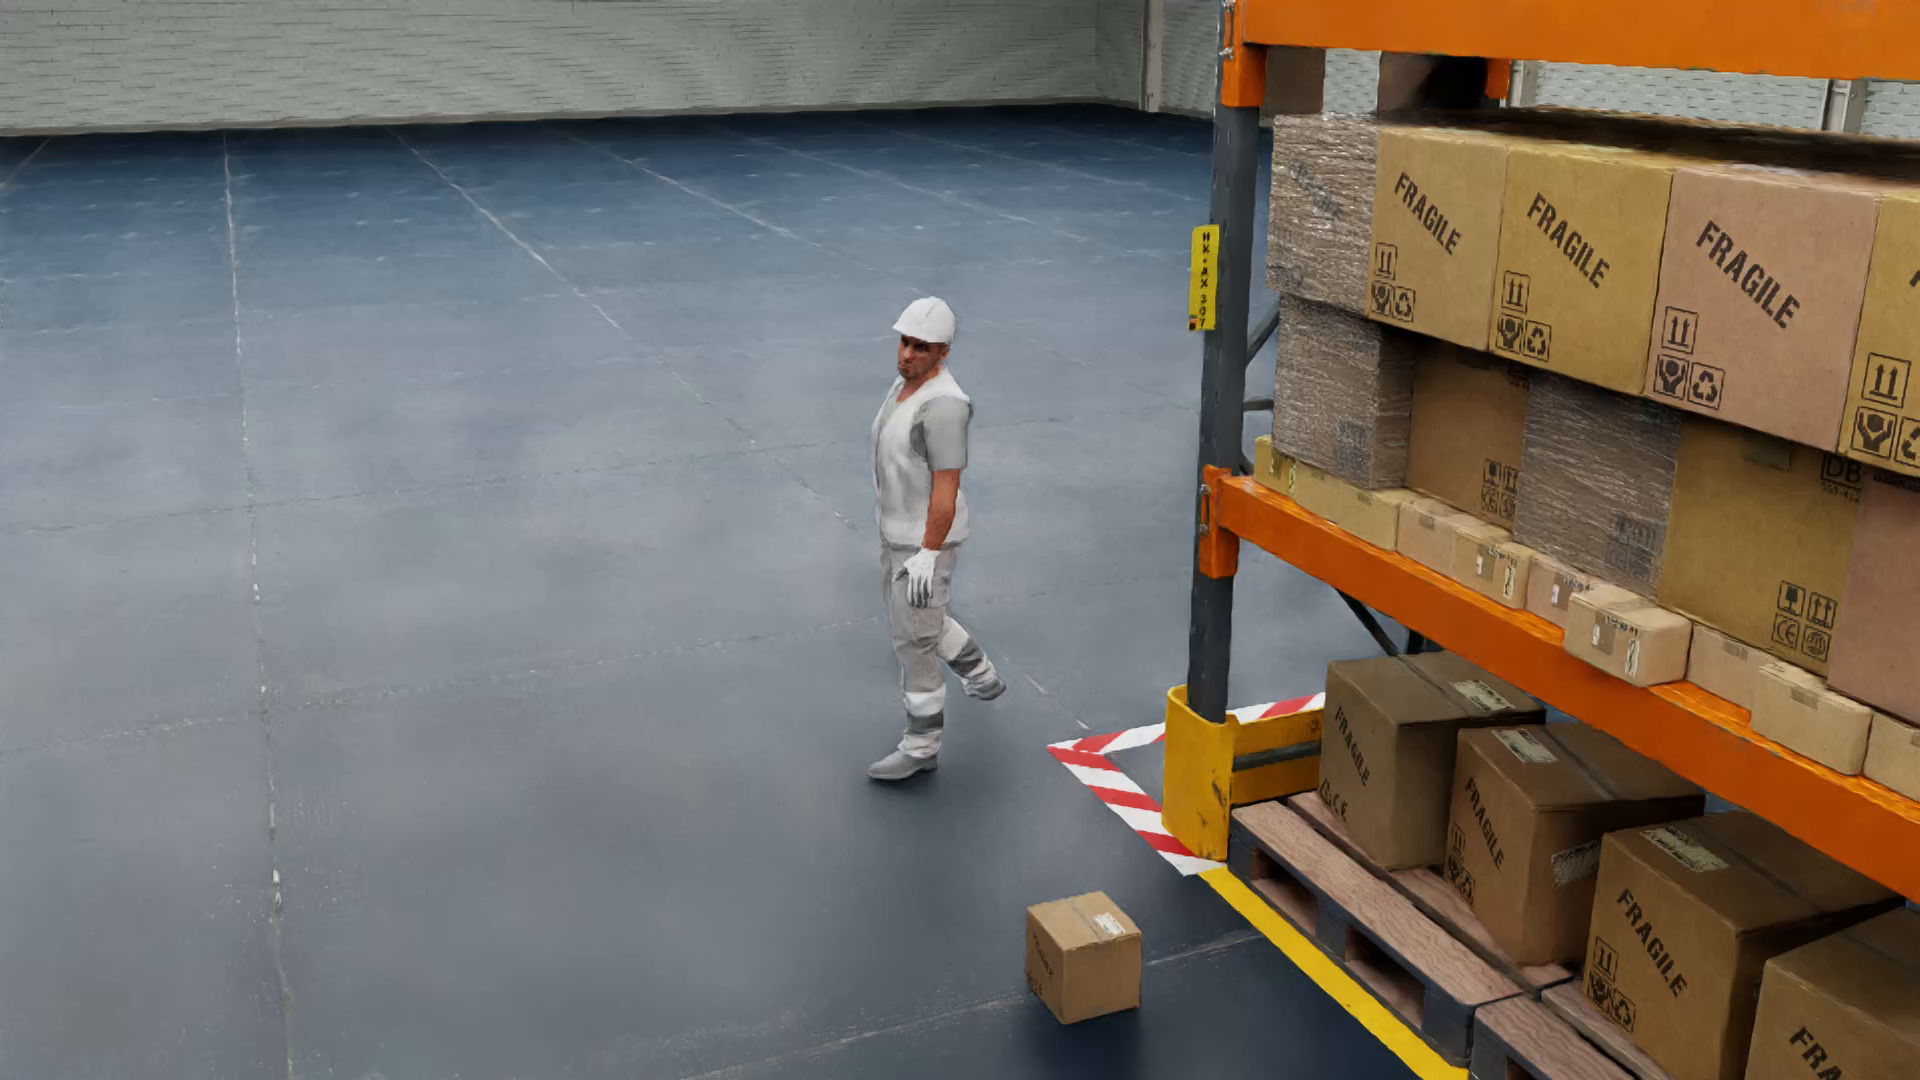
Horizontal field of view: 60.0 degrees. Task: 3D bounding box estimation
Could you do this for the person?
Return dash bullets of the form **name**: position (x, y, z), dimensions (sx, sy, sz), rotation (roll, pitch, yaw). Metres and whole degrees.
- **person**: position (-0.090, -0.030, 6.119), dimensions (0.628, 1.787, 0.737), rotation (-5, 19, -15)
